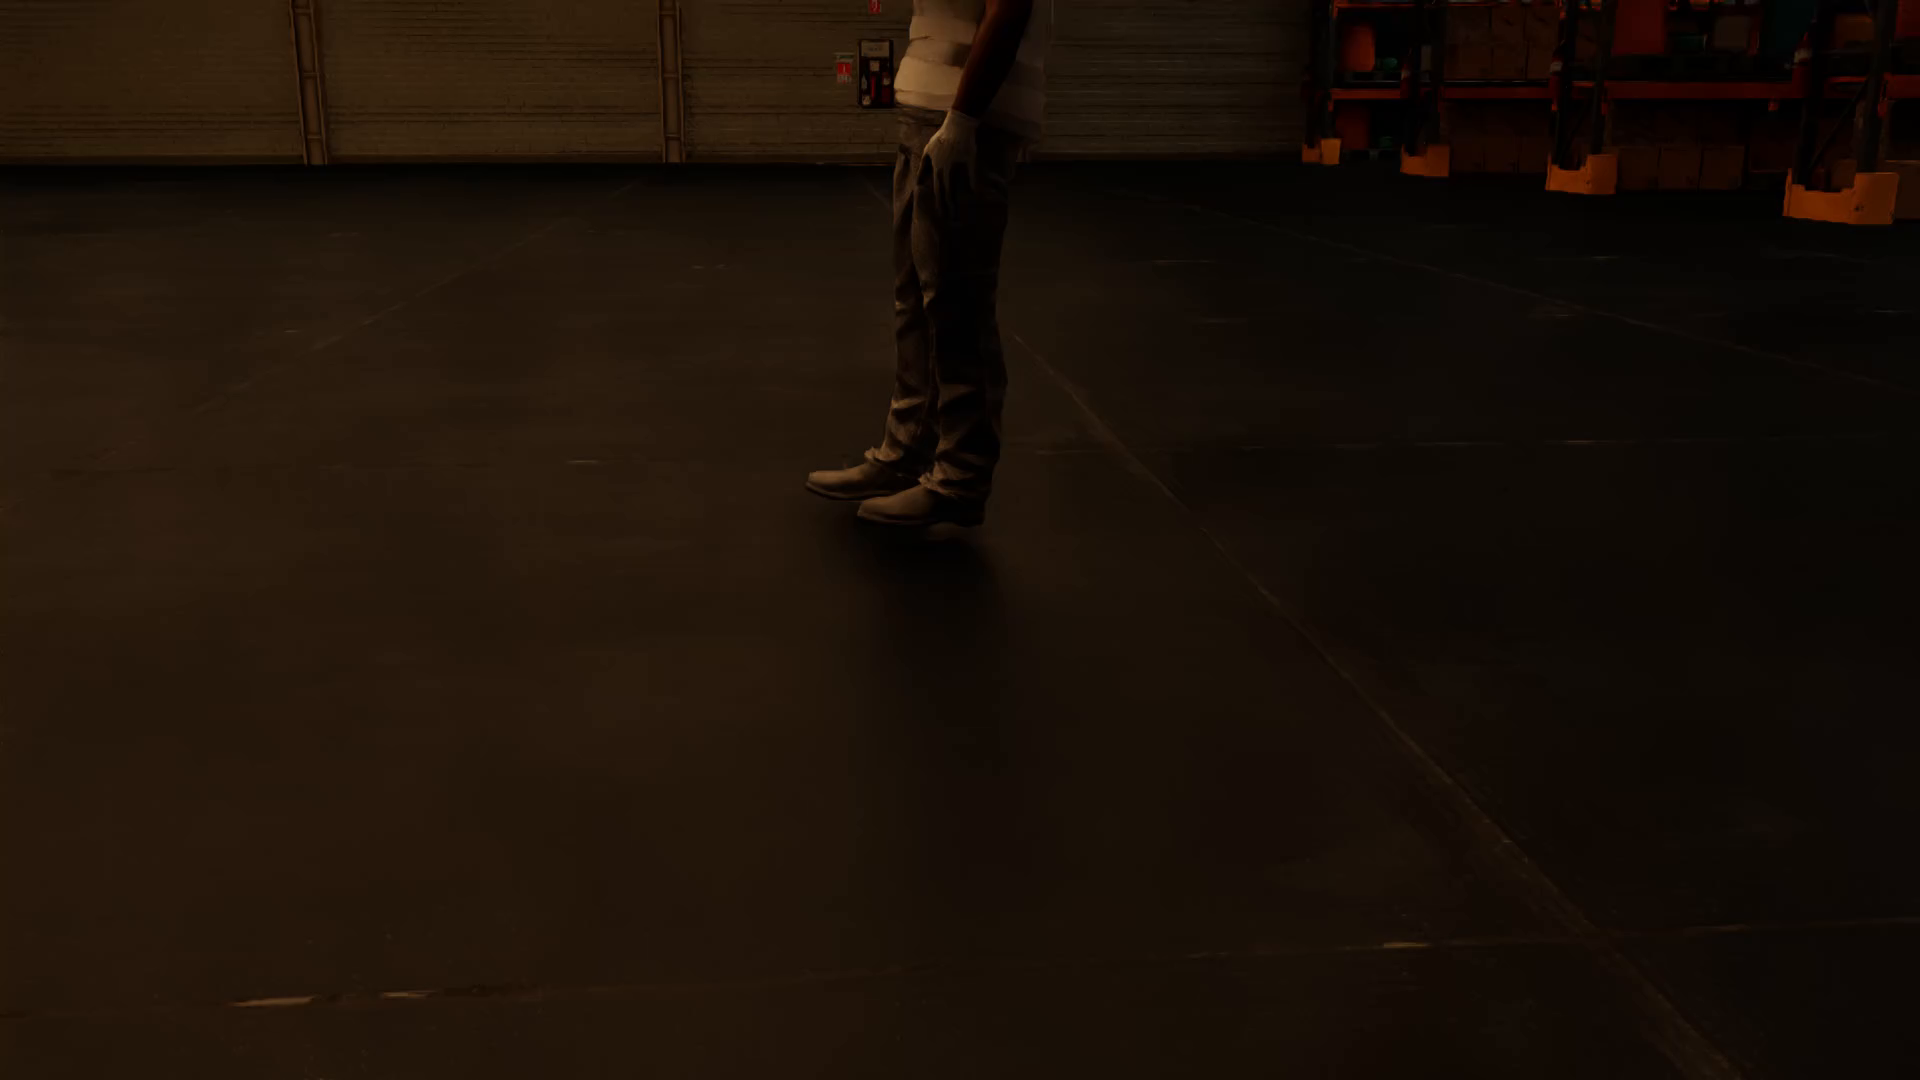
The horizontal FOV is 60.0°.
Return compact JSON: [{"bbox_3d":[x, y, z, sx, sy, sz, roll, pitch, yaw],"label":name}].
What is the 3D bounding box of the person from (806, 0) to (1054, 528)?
[{"bbox_3d":[-0.072,-0.908,3.698,0.576,1.782,0.655,-1,15,-5],"label":"person"}]
